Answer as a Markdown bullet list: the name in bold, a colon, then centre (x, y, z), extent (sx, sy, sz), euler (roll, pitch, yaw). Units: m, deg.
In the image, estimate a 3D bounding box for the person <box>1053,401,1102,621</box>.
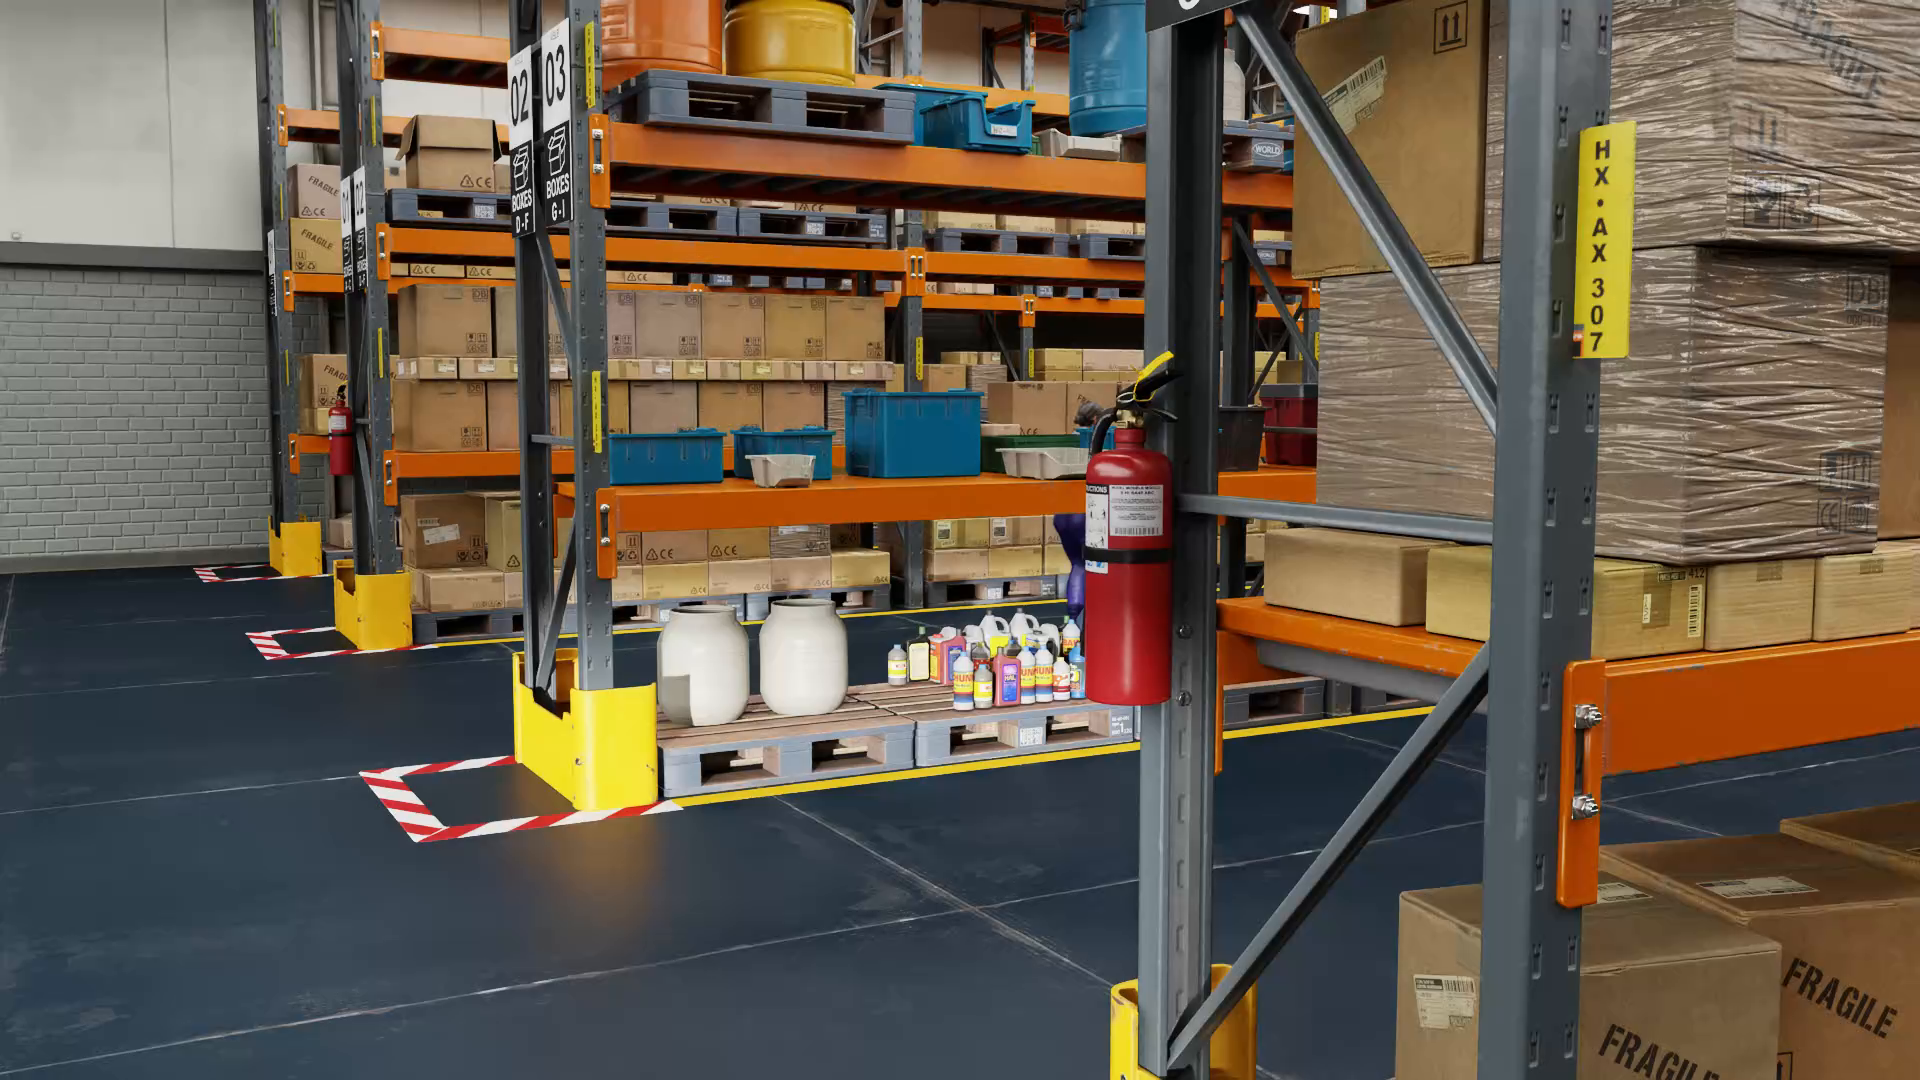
- **person**: centre (0.905, -0.151, 11.731), extent (0.425, 1.650, 0.555), euler (-3, 6, -32)
